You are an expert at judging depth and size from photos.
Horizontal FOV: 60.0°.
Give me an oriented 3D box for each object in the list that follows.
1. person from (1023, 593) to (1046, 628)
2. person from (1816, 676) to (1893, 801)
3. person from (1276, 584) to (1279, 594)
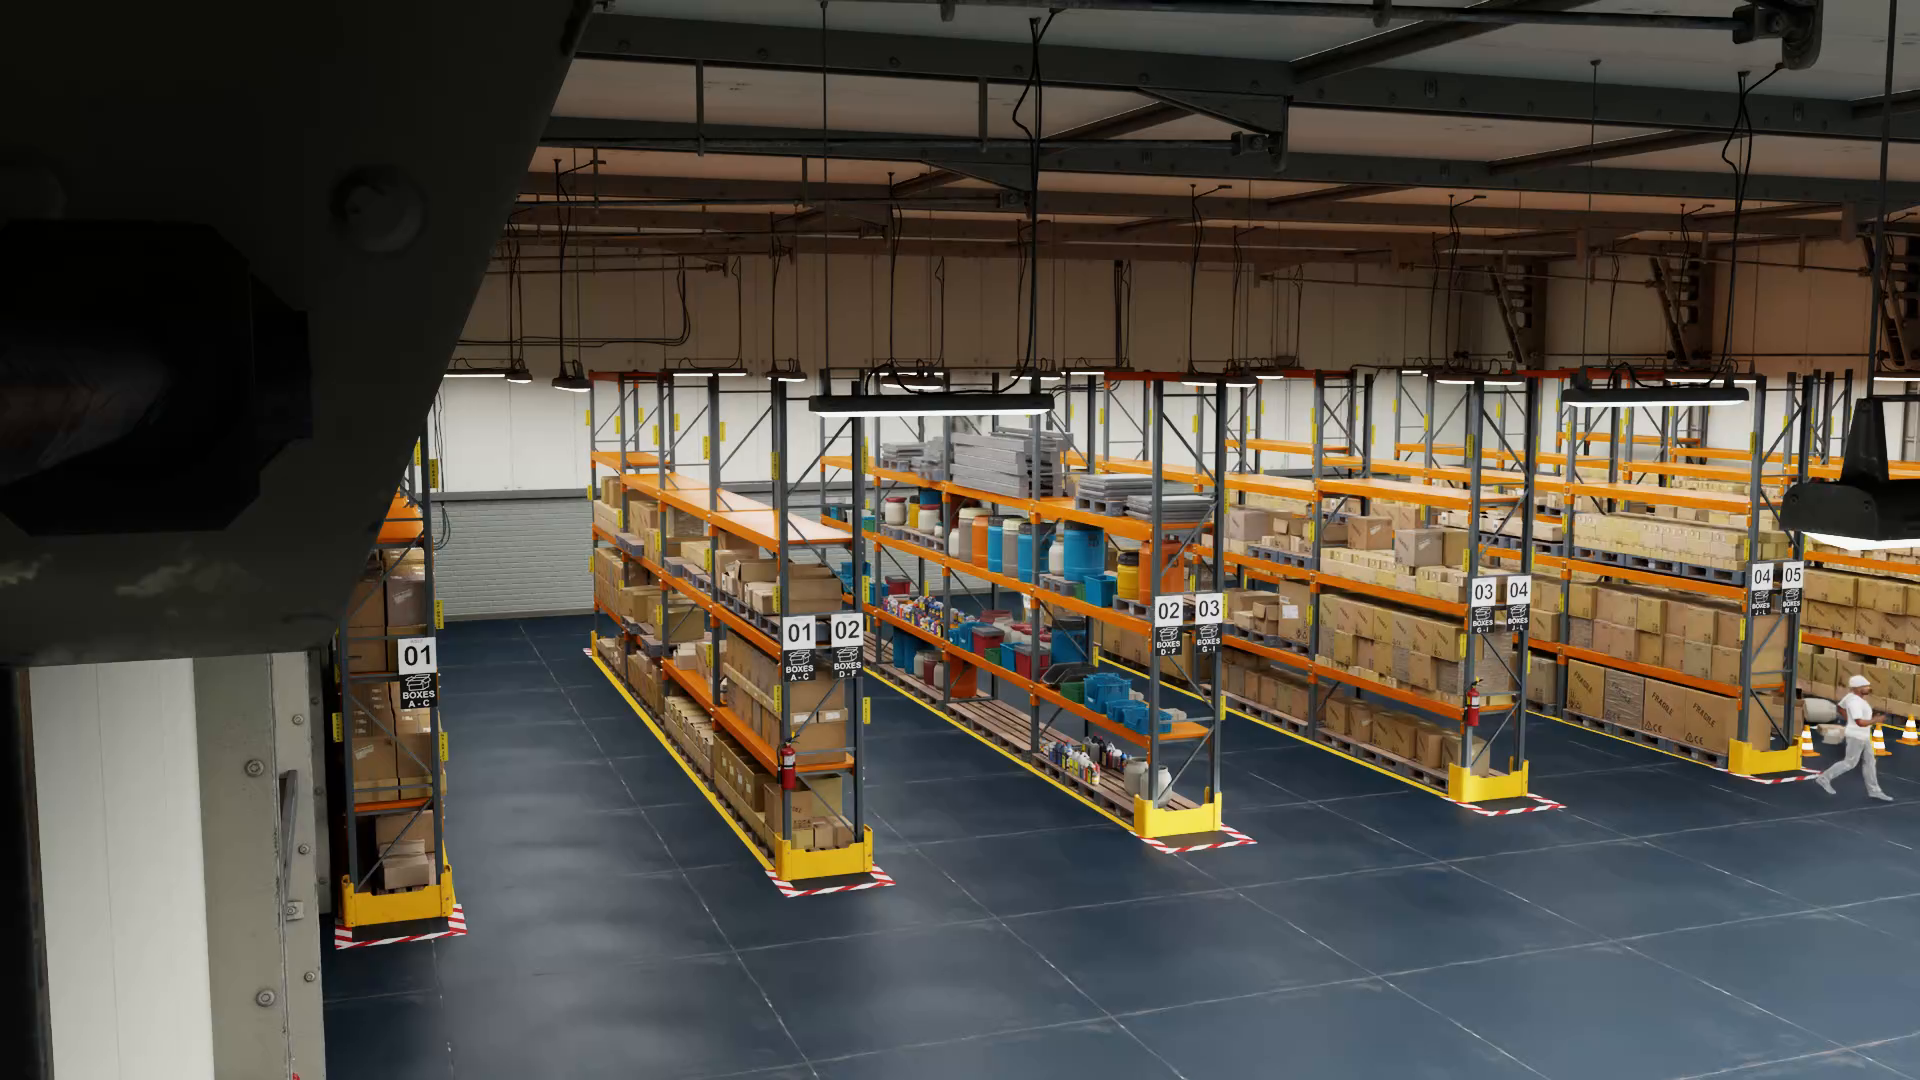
[{"bbox_3d":[1.464,1.560,32.682,0.583,1.779,0.736,-4,7,-29],"label":"person"},{"bbox_3d":[12.743,2.794,23.603,0.971,1.758,0.697,4,7,31],"label":"person"},{"bbox_3d":[7.933,0.896,40.891,0.805,1.779,0.699,6,9,42],"label":"person"}]
